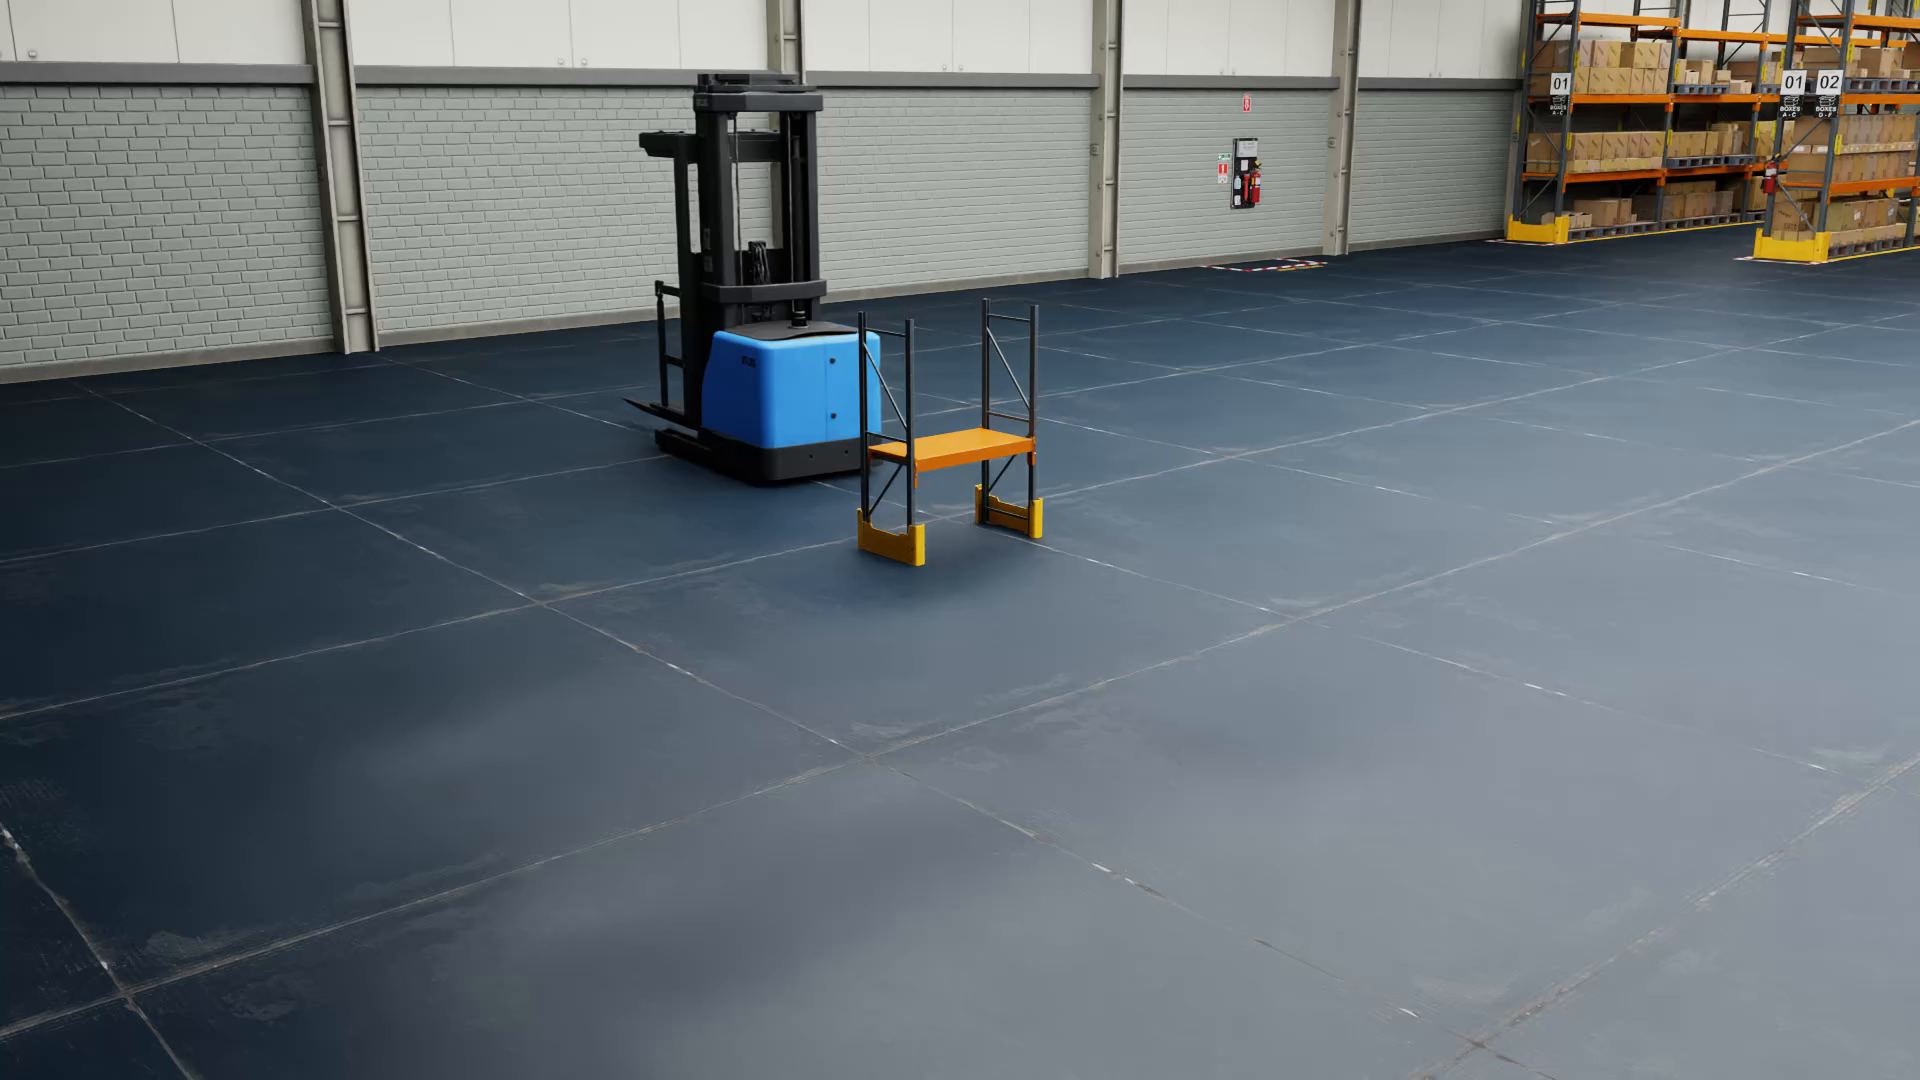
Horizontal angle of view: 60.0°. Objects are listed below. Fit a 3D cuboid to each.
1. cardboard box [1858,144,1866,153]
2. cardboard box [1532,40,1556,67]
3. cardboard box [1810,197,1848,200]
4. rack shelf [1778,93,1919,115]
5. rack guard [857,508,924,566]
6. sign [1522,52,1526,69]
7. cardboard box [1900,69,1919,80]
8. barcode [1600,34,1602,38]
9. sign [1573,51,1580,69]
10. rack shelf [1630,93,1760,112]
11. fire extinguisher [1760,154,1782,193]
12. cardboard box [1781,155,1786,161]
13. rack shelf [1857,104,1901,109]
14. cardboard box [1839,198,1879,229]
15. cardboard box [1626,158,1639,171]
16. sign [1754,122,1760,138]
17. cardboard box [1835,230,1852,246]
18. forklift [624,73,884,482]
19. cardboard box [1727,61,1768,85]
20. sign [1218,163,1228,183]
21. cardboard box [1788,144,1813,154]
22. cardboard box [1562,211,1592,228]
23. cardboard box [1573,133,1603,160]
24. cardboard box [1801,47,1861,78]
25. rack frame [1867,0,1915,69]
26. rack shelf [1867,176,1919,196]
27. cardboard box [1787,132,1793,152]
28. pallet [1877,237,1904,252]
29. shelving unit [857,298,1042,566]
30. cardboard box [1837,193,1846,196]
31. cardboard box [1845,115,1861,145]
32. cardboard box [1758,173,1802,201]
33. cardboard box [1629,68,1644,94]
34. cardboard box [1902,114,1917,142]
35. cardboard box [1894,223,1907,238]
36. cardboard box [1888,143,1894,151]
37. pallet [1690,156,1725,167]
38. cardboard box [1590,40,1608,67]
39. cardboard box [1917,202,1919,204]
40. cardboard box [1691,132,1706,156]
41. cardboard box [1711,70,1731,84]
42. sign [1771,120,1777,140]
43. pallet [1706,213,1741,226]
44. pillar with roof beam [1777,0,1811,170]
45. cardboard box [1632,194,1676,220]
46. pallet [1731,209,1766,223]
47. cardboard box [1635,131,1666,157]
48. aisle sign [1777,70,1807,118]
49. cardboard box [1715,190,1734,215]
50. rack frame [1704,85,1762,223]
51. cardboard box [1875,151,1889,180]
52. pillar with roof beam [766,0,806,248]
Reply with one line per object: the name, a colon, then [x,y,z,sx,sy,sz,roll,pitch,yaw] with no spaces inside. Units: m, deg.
cardboard box: [15.825,-6.956,29.530,0.250,0.149,0.380,-14,20,-41]
cardboard box: [11.509,-9.473,32.419,0.500,0.500,0.500,-12,19,-37]
cardboard box: [15.942,-6.037,30.600,0.500,0.500,0.500,-13,19,-39]
rack shelf: [16.119,-7.835,29.853,4.000,0.370,1.077,-13,19,-39]
rack guard: [-0.433,-0.023,10.354,0.087,0.250,0.587,-13,19,-39]
sign: [11.006,-9.347,32.402,0.005,0.325,0.100,-13,19,-39]
cardboard box: [18.098,-8.755,31.377,0.500,0.250,0.500,-10,18,-34]
barcode: [13.042,-10.252,33.823,0.075,0.075,0.001,-13,19,-39]
sign: [11.712,-9.125,31.591,0.005,0.325,0.100,-13,19,-39]
rack shelf: [15.882,-9.477,35.997,4.000,0.370,1.077,-13,19,-39]
fire extinguisher: [14.216,-6.428,29.152,0.183,0.674,0.296,-13,19,-39]
cardboard box: [18.941,-8.875,38.611,0.250,0.149,0.380,-13,19,-39]
rack shelf: [21.917,-10.832,41.071,4.000,0.370,1.077,-13,19,-39]
cardboard box: [16.294,-5.933,30.210,0.500,0.500,0.500,-13,19,-39]
cardboard box: [13.464,-7.663,33.879,0.500,0.250,0.500,-13,20,-40]
sign: [17.754,-9.131,37.031,0.005,0.325,0.100,-13,19,-39]
cardboard box: [15.535,-5.402,29.677,0.500,0.250,0.500,-13,19,-39]
forklift: [-1.820,-2.166,13.181,1.130,2.935,3.031,-10,18,-33]
cardboard box: [17.712,-10.516,37.447,0.700,0.500,0.500,14,21,43]
sign: [4.415,-6.162,27.936,0.234,0.329,0.001,-13,19,-39]
cardboard box: [14.773,-6.858,29.163,0.250,0.149,0.380,-13,20,-40]
cardboard box: [12.366,-6.468,33.511,0.500,0.311,0.500,-11,18,-35]
cardboard box: [12.292,-7.762,32.796,0.500,0.500,0.500,-13,19,-39]
cardboard box: [15.046,-8.261,28.767,0.637,0.503,0.797,-11,18,-36]
rack frame: [23.425,-12.967,41.859,0.127,3.000,1.000,-13,19,-39]
rack shelf: [19.136,-7.064,32.776,4.000,0.370,1.077,-13,19,-39]
cardboard box: [19.089,-9.209,38.603,0.500,0.500,0.500,-12,19,-38]
pallet: [17.000,-5.599,31.301,1.213,0.211,1.003,-13,19,-39]
shelving unit: [-0.058,-0.712,10.508,1.083,1.500,0.587,-13,19,-39]
cardboard box: [21.420,-8.578,41.081,0.500,0.500,0.700,-13,20,-40]
cardboard box: [15.404,-7.246,29.356,0.500,0.500,0.700,-13,20,-41]
cardboard box: [19.334,-8.269,39.247,0.750,0.750,0.750,-12,19,-38]
cardboard box: [13.371,-9.225,33.430,0.500,0.500,0.500,-14,20,-41]
cardboard box: [17.297,-7.671,30.949,0.500,0.500,0.700,-13,19,-39]
cardboard box: [17.421,-5.826,31.262,0.500,0.250,0.500,-13,19,-39]
cardboard box: [16.794,-7.174,30.346,0.250,0.149,0.380,-13,20,-40]
pallet: [15.924,-8.278,36.300,1.213,0.211,1.003,-13,19,-39]
cardboard box: [12.217,-9.442,32.303,0.500,0.500,0.500,-13,20,-40]
cardboard box: [18.873,-6.411,32.367,0.500,0.311,0.500,-14,20,-41]
cardboard box: [15.682,-8.588,36.041,0.500,0.500,0.700,-10,18,-32]
cardboard box: [16.352,-10.021,36.402,0.637,0.503,0.797,-9,18,-32]
sign: [14.264,-7.177,29.103,0.005,0.325,0.100,-13,19,-39]
pallet: [16.800,-7.235,37.425,1.213,0.211,1.003,-13,19,-39]
pillar with roof beam: [23.194,-11.739,37.259,0.400,9.000,9.100,-13,19,-39]
cardboard box: [14.917,-7.169,35.768,0.500,0.500,0.700,-12,19,-38]
pallet: [18.035,-7.486,38.365,1.213,0.211,1.003,-13,19,-39]
cardboard box: [14.219,-8.195,34.418,0.500,0.500,0.500,-13,20,-39]
aisle sign: [14.367,-7.697,28.715,0.004,0.787,0.394,-13,19,-39]
cardboard box: [16.881,-7.587,37.331,0.500,0.500,0.700,-12,19,-39]
rack frame: [17.390,-8.714,37.560,0.127,3.000,1.000,-13,19,-39]
cardboard box: [16.522,-6.870,30.462,0.500,0.500,0.700,-12,19,-39]
pillar with roof beam: [0.563,-6.657,18.233,0.400,9.000,9.100,-13,19,-39]
